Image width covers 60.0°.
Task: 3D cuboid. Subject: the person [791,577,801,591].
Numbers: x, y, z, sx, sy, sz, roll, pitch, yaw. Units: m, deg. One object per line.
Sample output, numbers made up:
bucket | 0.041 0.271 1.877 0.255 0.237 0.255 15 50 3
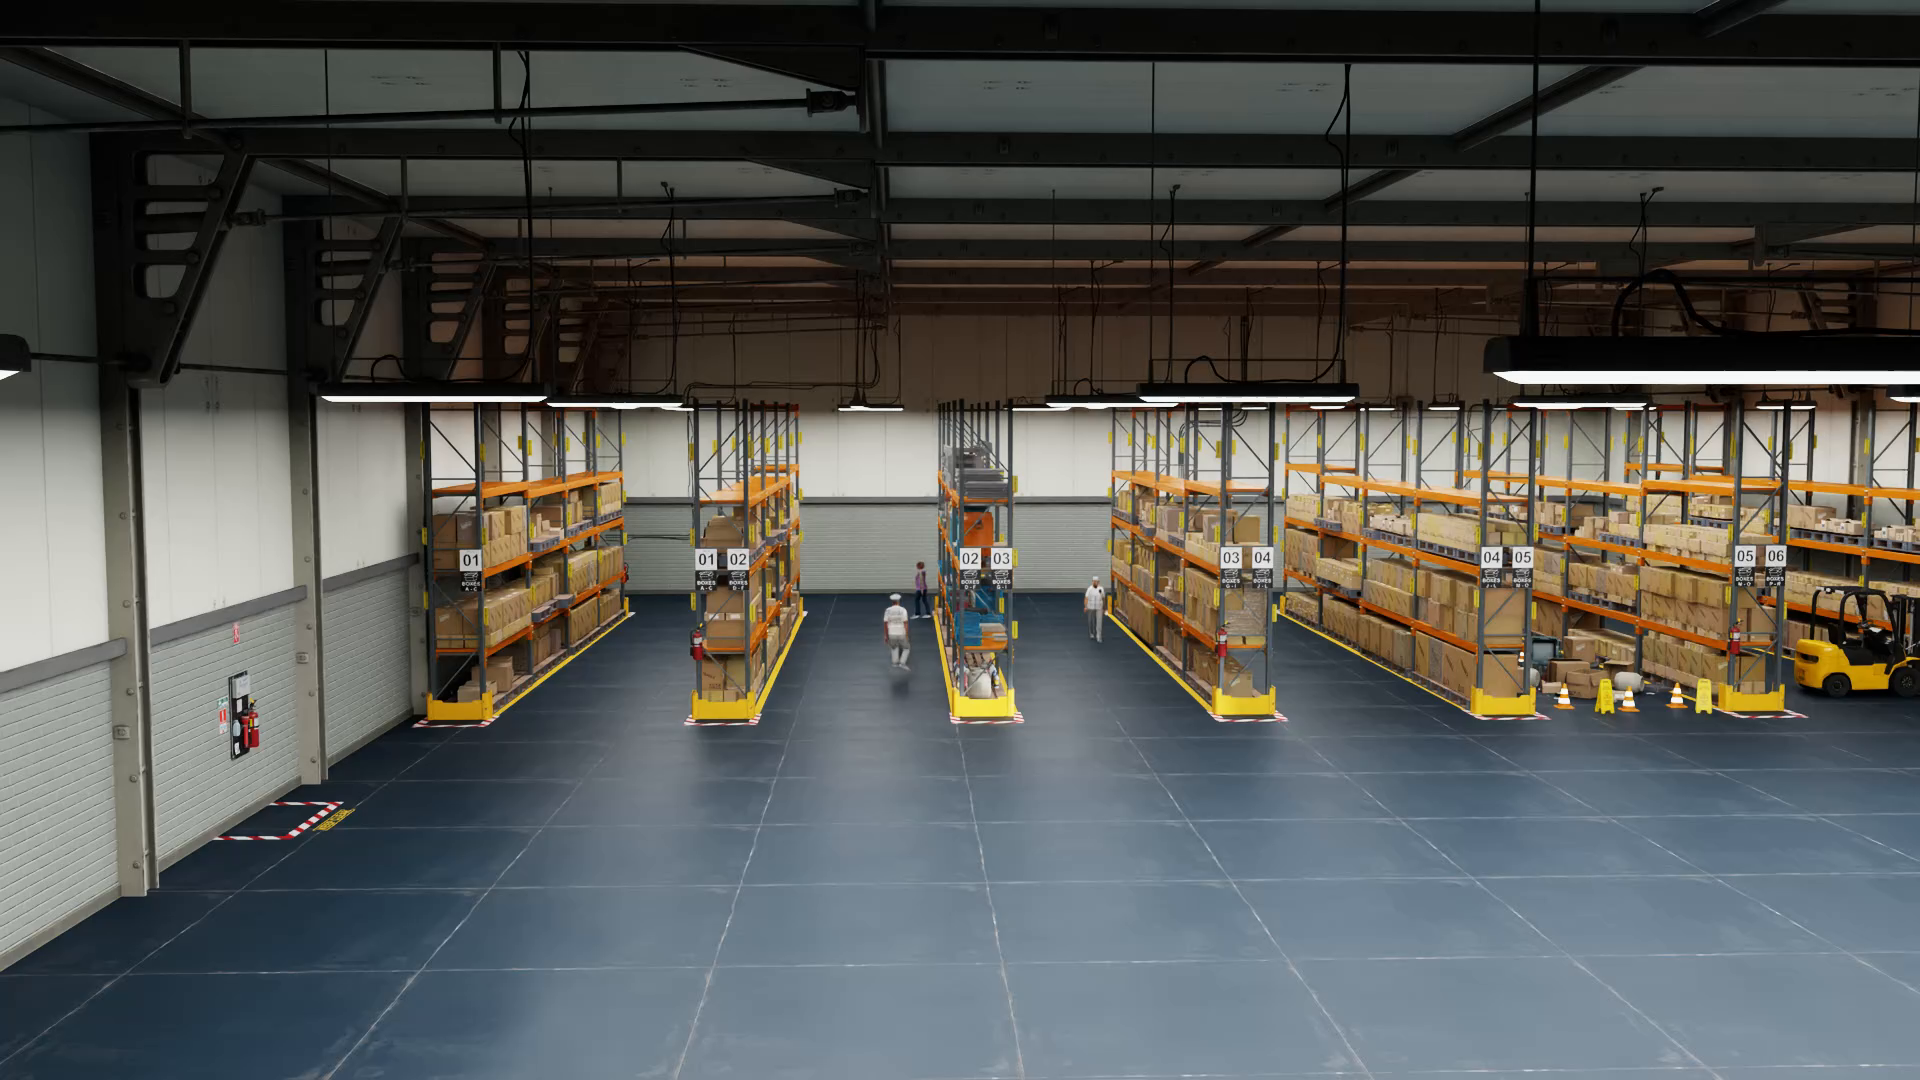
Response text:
person | -5.020 1.137 49.410 0.505 1.610 1.081 -3 5 -36

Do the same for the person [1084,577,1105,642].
person | 3.386 1.727 41.820 0.544 1.610 1.007 0 4 3

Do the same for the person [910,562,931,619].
person | -1.098 1.409 46.518 0.605 1.594 0.431 2 5 21

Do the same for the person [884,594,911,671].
person | -1.345 1.993 35.774 0.596 1.644 0.562 0 4 6
